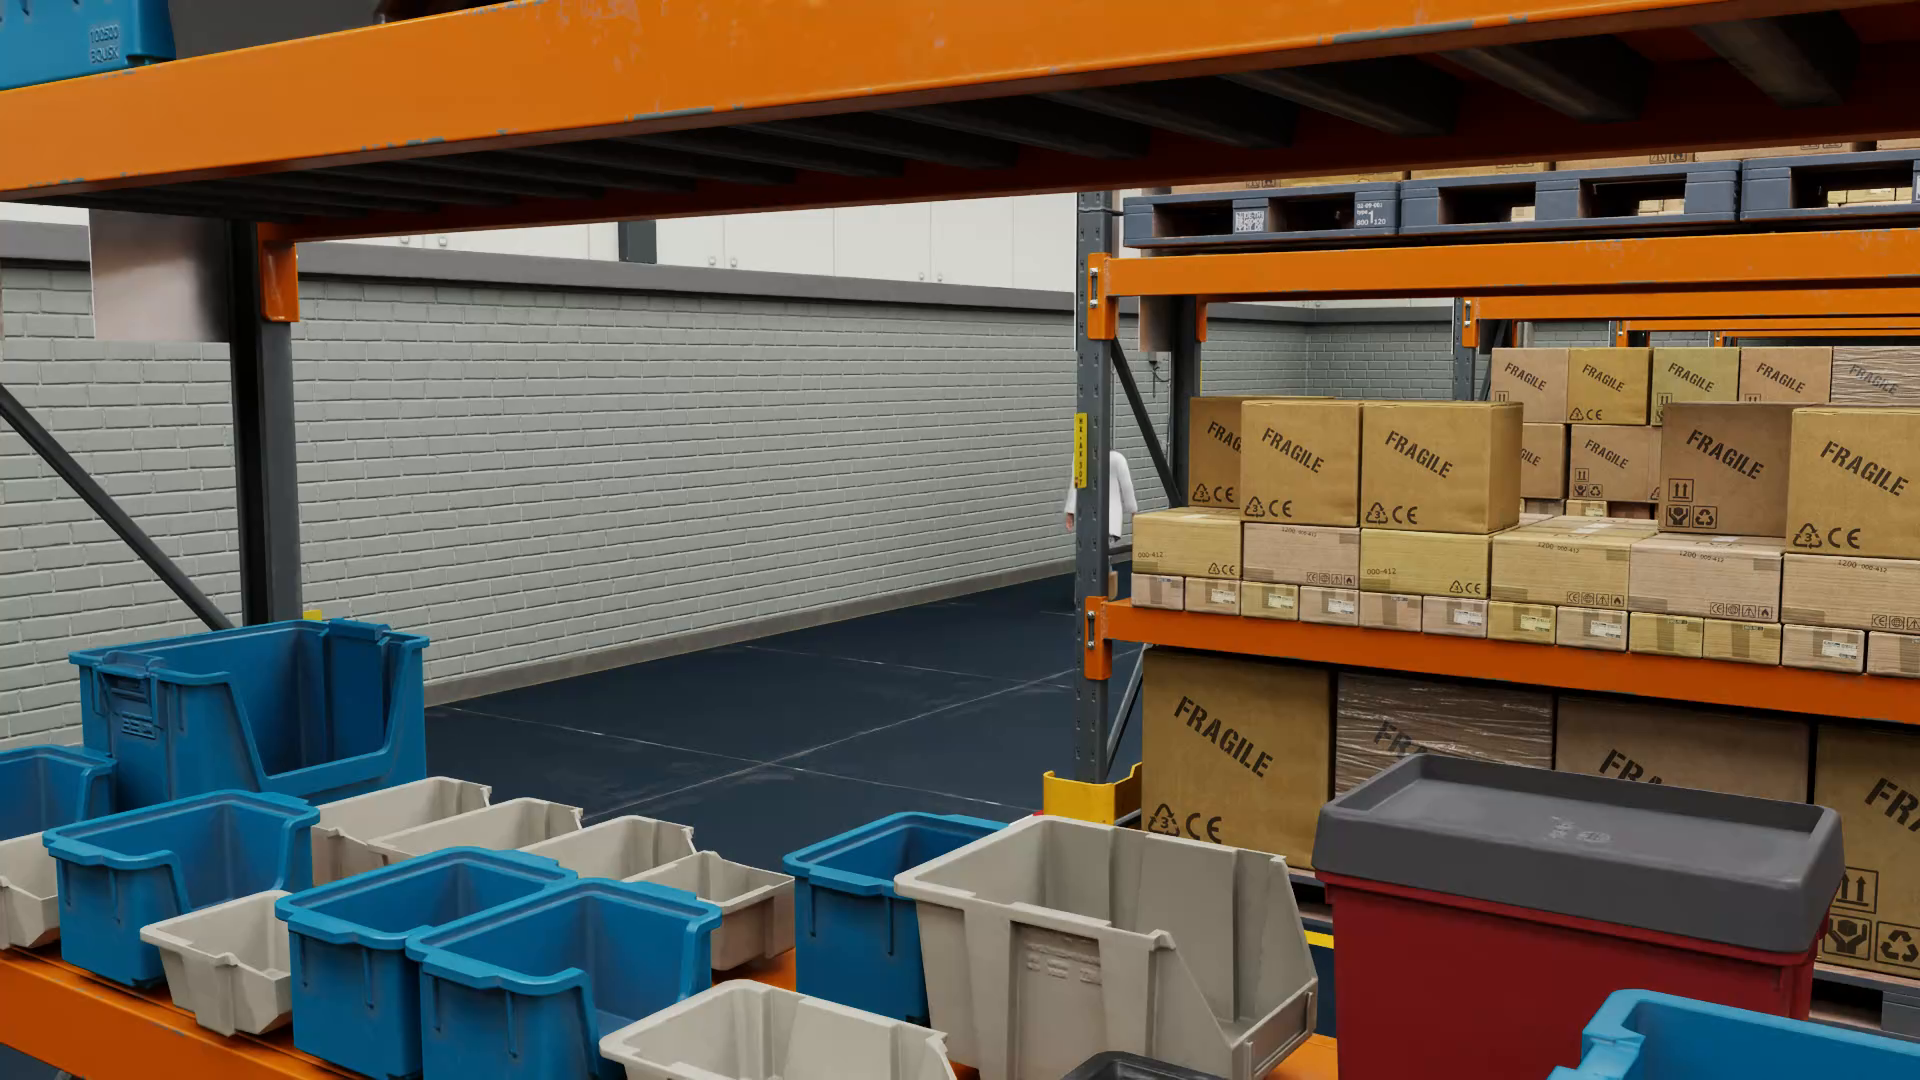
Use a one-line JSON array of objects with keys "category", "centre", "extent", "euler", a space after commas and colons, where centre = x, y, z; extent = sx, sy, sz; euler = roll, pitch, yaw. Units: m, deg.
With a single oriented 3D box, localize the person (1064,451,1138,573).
[{"category": "person", "centre": [1.383, -0.271, 16.332], "extent": [0.630, 1.727, 1.179], "euler": [3, 7, 29]}]
